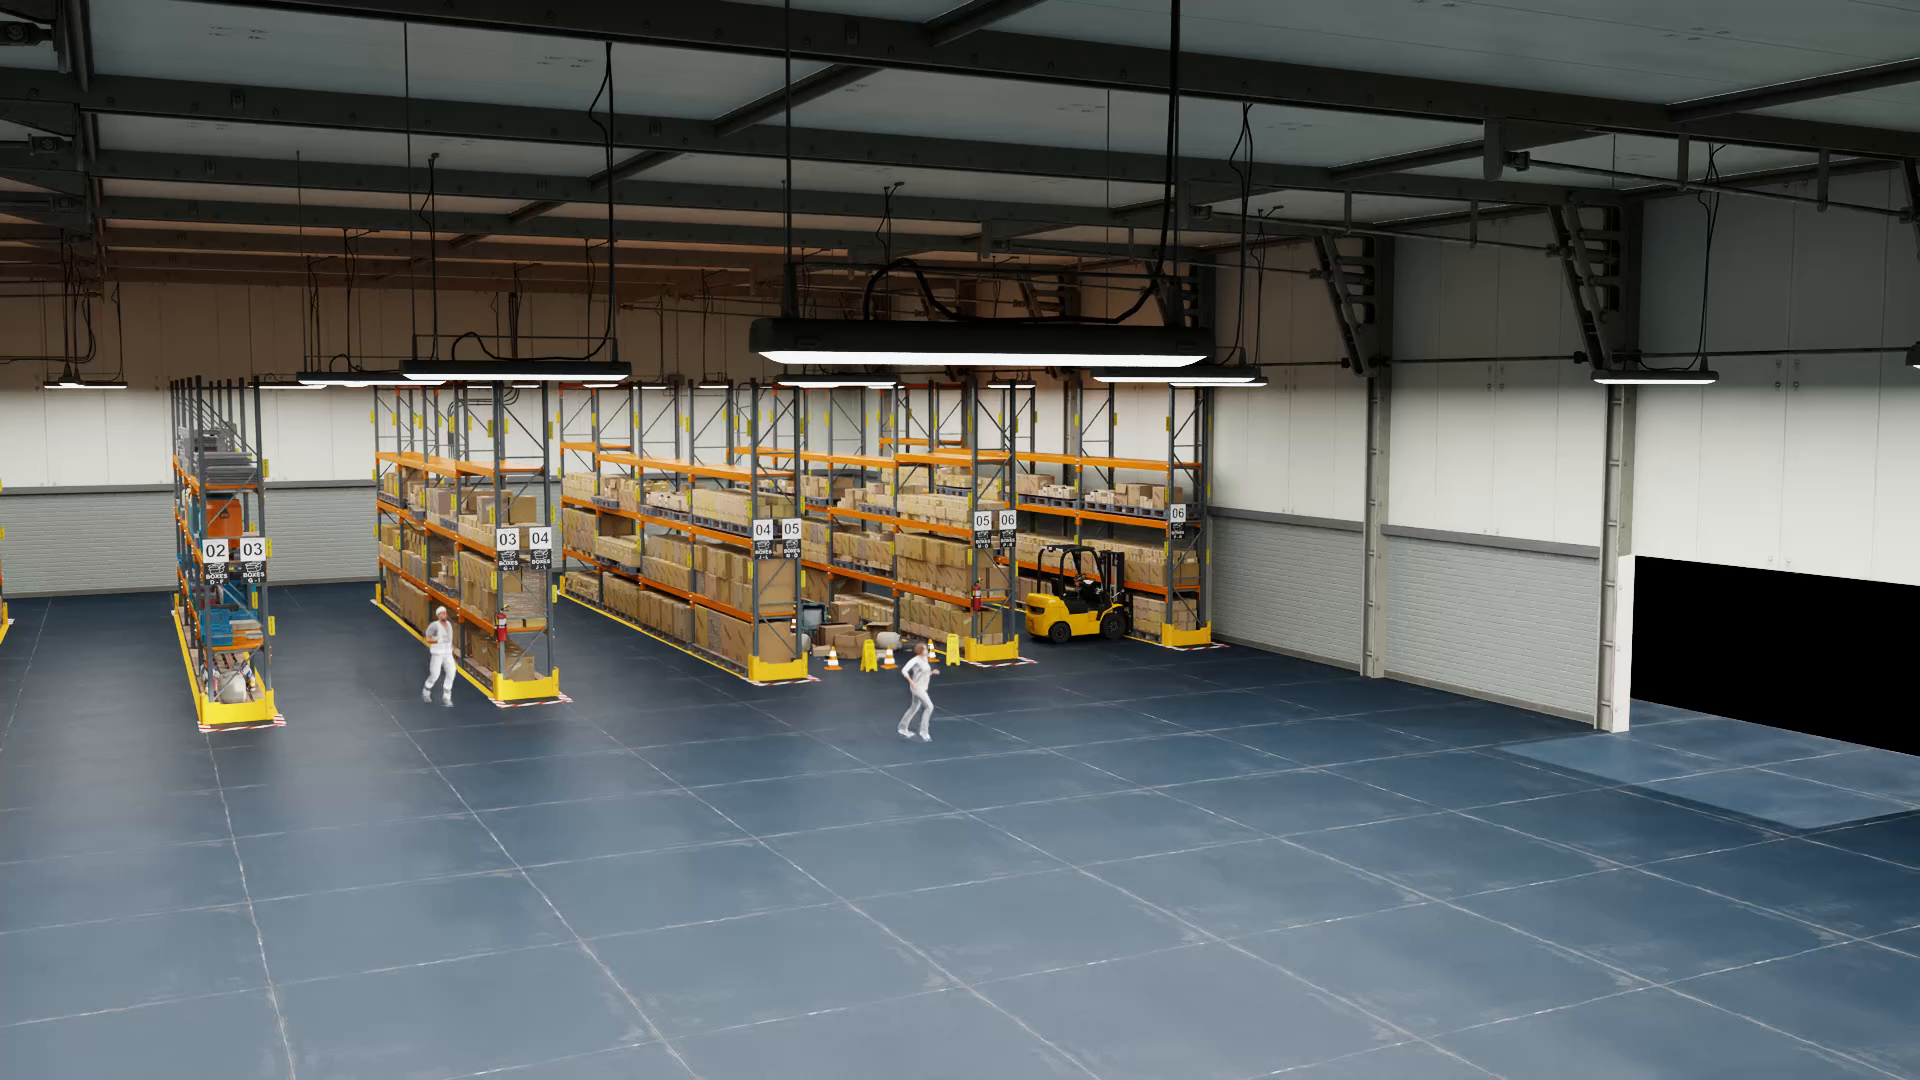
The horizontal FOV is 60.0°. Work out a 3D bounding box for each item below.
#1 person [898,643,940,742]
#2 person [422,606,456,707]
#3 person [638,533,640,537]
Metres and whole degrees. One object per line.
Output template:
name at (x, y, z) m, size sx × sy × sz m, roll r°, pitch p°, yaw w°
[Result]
person at (-0.677, 2.504, 27.401) m, size 0.705 × 1.648 × 0.507 m, roll 1°, pitch 5°, yaw 12°
person at (-9.529, 2.134, 30.448) m, size 0.738 × 1.854 × 0.667 m, roll 3°, pitch 6°, yaw 34°
person at (-9.710, 0.441, 49.668) m, size 0.787 × 1.820 × 0.670 m, roll -2°, pitch 5°, yaw -20°
